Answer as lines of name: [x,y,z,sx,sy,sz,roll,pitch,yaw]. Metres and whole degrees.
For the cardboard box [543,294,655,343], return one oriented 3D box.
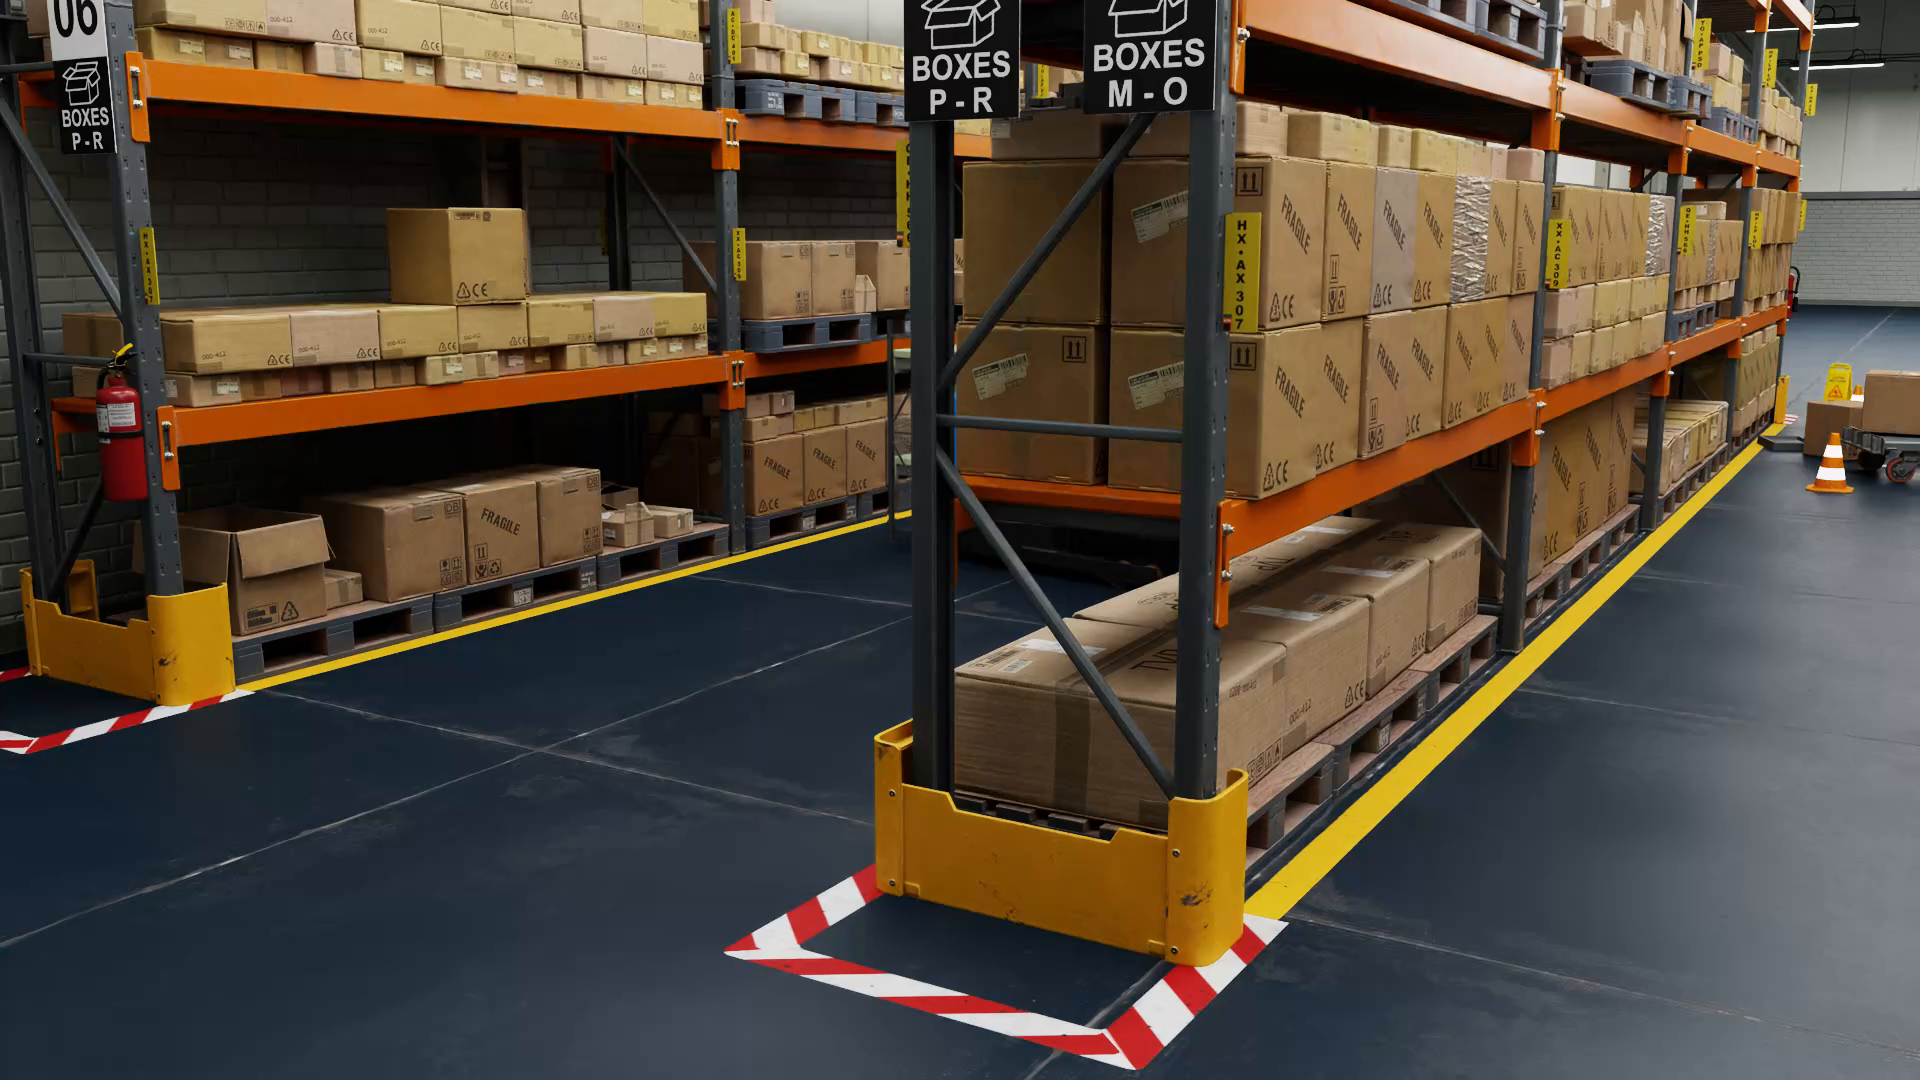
cardboard box: [-2.166,-1.317,9.849,0.500,0.250,0.500,6,12,31]

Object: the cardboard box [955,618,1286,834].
cardboard box: [0.562,0.615,5.756,0.875,0.438,0.875,6,12,29]

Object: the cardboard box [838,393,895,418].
cardboard box: [-0.710,-1.012,12.511,0.380,0.149,0.250,6,12,31]

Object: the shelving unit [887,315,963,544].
shelving unit: [-0.089,-0.753,11.316,0.431,1.500,0.755,9,14,39]

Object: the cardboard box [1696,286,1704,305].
cardboard box: [5.666,-1.949,13.169,0.380,0.149,0.250,7,13,32]

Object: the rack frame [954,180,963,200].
rack frame: [0.214,-2.057,14.204,1.000,3.000,0.127,6,12,31]

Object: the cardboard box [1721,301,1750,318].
cardboard box: [6.972,-2.108,15.158,0.380,0.149,0.250,6,12,30]

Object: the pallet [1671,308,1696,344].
pallet: [4.737,-1.611,12.345,1.213,0.211,1.003,6,12,31]

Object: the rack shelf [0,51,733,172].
rack shelf: [-2.901,-2.234,8.954,1.077,0.370,4.000,6,12,31]

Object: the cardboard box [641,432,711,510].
cardboard box: [-1.861,-0.511,11.598,0.500,0.500,0.500,6,12,30]

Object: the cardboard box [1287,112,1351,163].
cardboard box: [1.033,-1.292,5.366,0.380,0.149,0.250,7,13,32]

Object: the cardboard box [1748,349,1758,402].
cardboard box: [7.339,-1.588,15.993,0.500,0.500,0.500,7,13,33]

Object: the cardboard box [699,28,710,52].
cardboard box: [-1.807,-3.239,10.827,0.380,0.149,0.250,6,12,30]

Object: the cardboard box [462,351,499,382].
cardboard box: [-2.704,-0.942,8.931,0.380,0.149,0.250,7,13,32]

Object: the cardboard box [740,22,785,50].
cardboard box: [-1.333,-3.185,10.543,0.380,0.149,0.250,7,13,32]

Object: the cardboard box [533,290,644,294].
cardboard box: [-2.351,-1.448,10.552,0.500,0.250,0.500,6,12,30]

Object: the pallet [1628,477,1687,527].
pallet: [4.865,-0.335,12.586,1.003,0.211,1.213,6,12,31]

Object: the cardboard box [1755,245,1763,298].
cardboard box: [7.242,-2.531,15.659,0.500,0.500,0.500,6,12,30]

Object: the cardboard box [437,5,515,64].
cardboard box: [-2.704,-2.634,8.734,0.500,0.250,0.500,6,12,30]

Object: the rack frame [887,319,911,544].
rack frame: [-0.322,-0.701,11.038,0.400,1.500,0.023,9,14,39]

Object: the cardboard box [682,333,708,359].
cardboard box: [-1.813,-1.230,10.470,0.380,0.149,0.250,7,12,31]

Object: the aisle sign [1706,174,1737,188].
aisle sign: [8.378,-4.159,18.365,0.394,0.787,0.004,6,12,31]

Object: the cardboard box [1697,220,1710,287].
cardboard box: [5.424,-2.200,12.750,0.500,0.500,0.500,7,12,32]

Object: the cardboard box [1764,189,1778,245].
cardboard box: [7.232,-3.026,15.582,0.700,0.500,0.500,6,12,31]

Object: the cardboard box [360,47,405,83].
cardboard box: [-2.967,-2.331,8.200,0.380,0.149,0.250,6,12,31]

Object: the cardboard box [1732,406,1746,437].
cardboard box: [7.072,-1.134,15.606,0.500,0.250,0.500,6,12,28]

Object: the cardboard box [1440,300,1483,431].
cardboard box: [1.848,-0.744,6.919,0.500,0.500,0.500,6,12,30]

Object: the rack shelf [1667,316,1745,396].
rack shelf: [5.496,-1.544,13.420,1.077,0.370,4.000,6,12,31]

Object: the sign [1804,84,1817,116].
sign: [9.075,-4.695,17.737,0.100,0.325,0.005,6,12,31]

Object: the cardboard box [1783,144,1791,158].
cardboard box: [8.397,-4.029,17.267,0.380,0.149,0.250,7,13,32]

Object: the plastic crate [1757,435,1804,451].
plastic crate: [8.050,-0.946,16.203,0.402,0.080,0.583,2,11,11]

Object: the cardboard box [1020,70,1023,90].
cardboard box: [0.288,-3.717,13.438,0.380,0.149,0.250,7,13,33]

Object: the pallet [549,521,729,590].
pallet: [-2.221,0.051,10.524,1.003,0.211,1.213,6,12,31]

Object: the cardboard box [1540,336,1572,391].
cardboard box: [2.835,-0.924,8.562,0.500,0.250,0.500,6,12,29]

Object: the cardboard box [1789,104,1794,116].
cardboard box: [8.404,-4.424,17.213,0.380,0.149,0.250,6,12,30]

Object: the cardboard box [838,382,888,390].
cardboard box: [-0.765,-1.181,13.416,0.380,0.149,0.250,6,12,28]

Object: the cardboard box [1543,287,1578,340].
cardboard box: [2.851,-1.168,8.507,0.500,0.250,0.500,6,12,29]

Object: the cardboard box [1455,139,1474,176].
cardboard box: [1.910,-1.581,6.910,0.380,0.149,0.250,6,12,30]

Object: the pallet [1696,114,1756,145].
pallet: [6.123,-3.507,14.311,1.213,0.211,1.003,6,12,31]

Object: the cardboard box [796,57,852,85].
cardboard box: [-0.952,-3.161,11.222,0.380,0.149,0.250,7,12,31]

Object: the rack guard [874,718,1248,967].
rack guard: [0.292,0.907,5.163,1.175,0.500,0.348,6,12,31]

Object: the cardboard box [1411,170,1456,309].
cardboard box: [1.578,-1.156,6.404,0.500,0.500,0.500,6,12,31]

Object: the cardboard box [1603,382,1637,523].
cardboard box: [4.028,-0.645,11.293,0.875,0.875,0.875,6,12,30]

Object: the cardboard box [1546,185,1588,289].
cardboard box: [2.855,-1.536,8.435,0.500,0.500,0.500,7,12,31]

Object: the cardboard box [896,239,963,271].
cardboard box: [-0.187,-2.246,13.803,0.500,0.500,0.500,7,13,33]

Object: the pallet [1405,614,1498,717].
pallet: [1.919,0.529,7.971,1.003,0.211,1.213,6,12,31]

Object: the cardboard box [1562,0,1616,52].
cardboard box: [3.087,-2.795,8.582,0.500,0.500,0.500,6,12,30]

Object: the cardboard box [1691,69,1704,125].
cardboard box: [5.225,-3.351,12.684,0.797,0.503,0.637,6,12,31]

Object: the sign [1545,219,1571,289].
sign: [2.856,-1.366,7.945,0.100,0.325,0.005,6,12,31]

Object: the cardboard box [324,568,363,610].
cardboard box: [-3.287,0.246,8.509,0.380,0.149,0.250,6,12,28]

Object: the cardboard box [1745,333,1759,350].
cardboard box: [7.453,-1.917,15.985,0.380,0.149,0.250,7,13,33]

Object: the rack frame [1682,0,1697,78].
rack frame: [4.458,-4.532,11.122,1.000,3.000,0.127,6,12,31]

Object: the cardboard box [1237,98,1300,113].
cardboard box: [3.392,-4.763,18.813,0.797,0.503,0.637,7,13,33]

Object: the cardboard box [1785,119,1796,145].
cardboard box: [8.302,-4.204,17.122,0.500,0.250,0.500,6,12,30]

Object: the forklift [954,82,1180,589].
forklift: [1.210,-1.239,10.024,3.031,2.935,1.130,9,14,39]

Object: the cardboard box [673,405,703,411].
cardboard box: [-1.786,-0.852,11.655,0.380,0.149,0.250,6,12,31]

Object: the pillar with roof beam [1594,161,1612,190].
pillar with roof beam: [19.375,-9.604,38.212,9.100,9.000,0.548,6,12,31]

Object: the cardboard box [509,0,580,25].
cardboard box: [-2.446,-2.958,9.109,0.500,0.250,0.500,7,12,32]

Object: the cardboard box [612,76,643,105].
cardboard box: [-2.074,-2.614,9.713,0.380,0.149,0.250,7,13,33]
